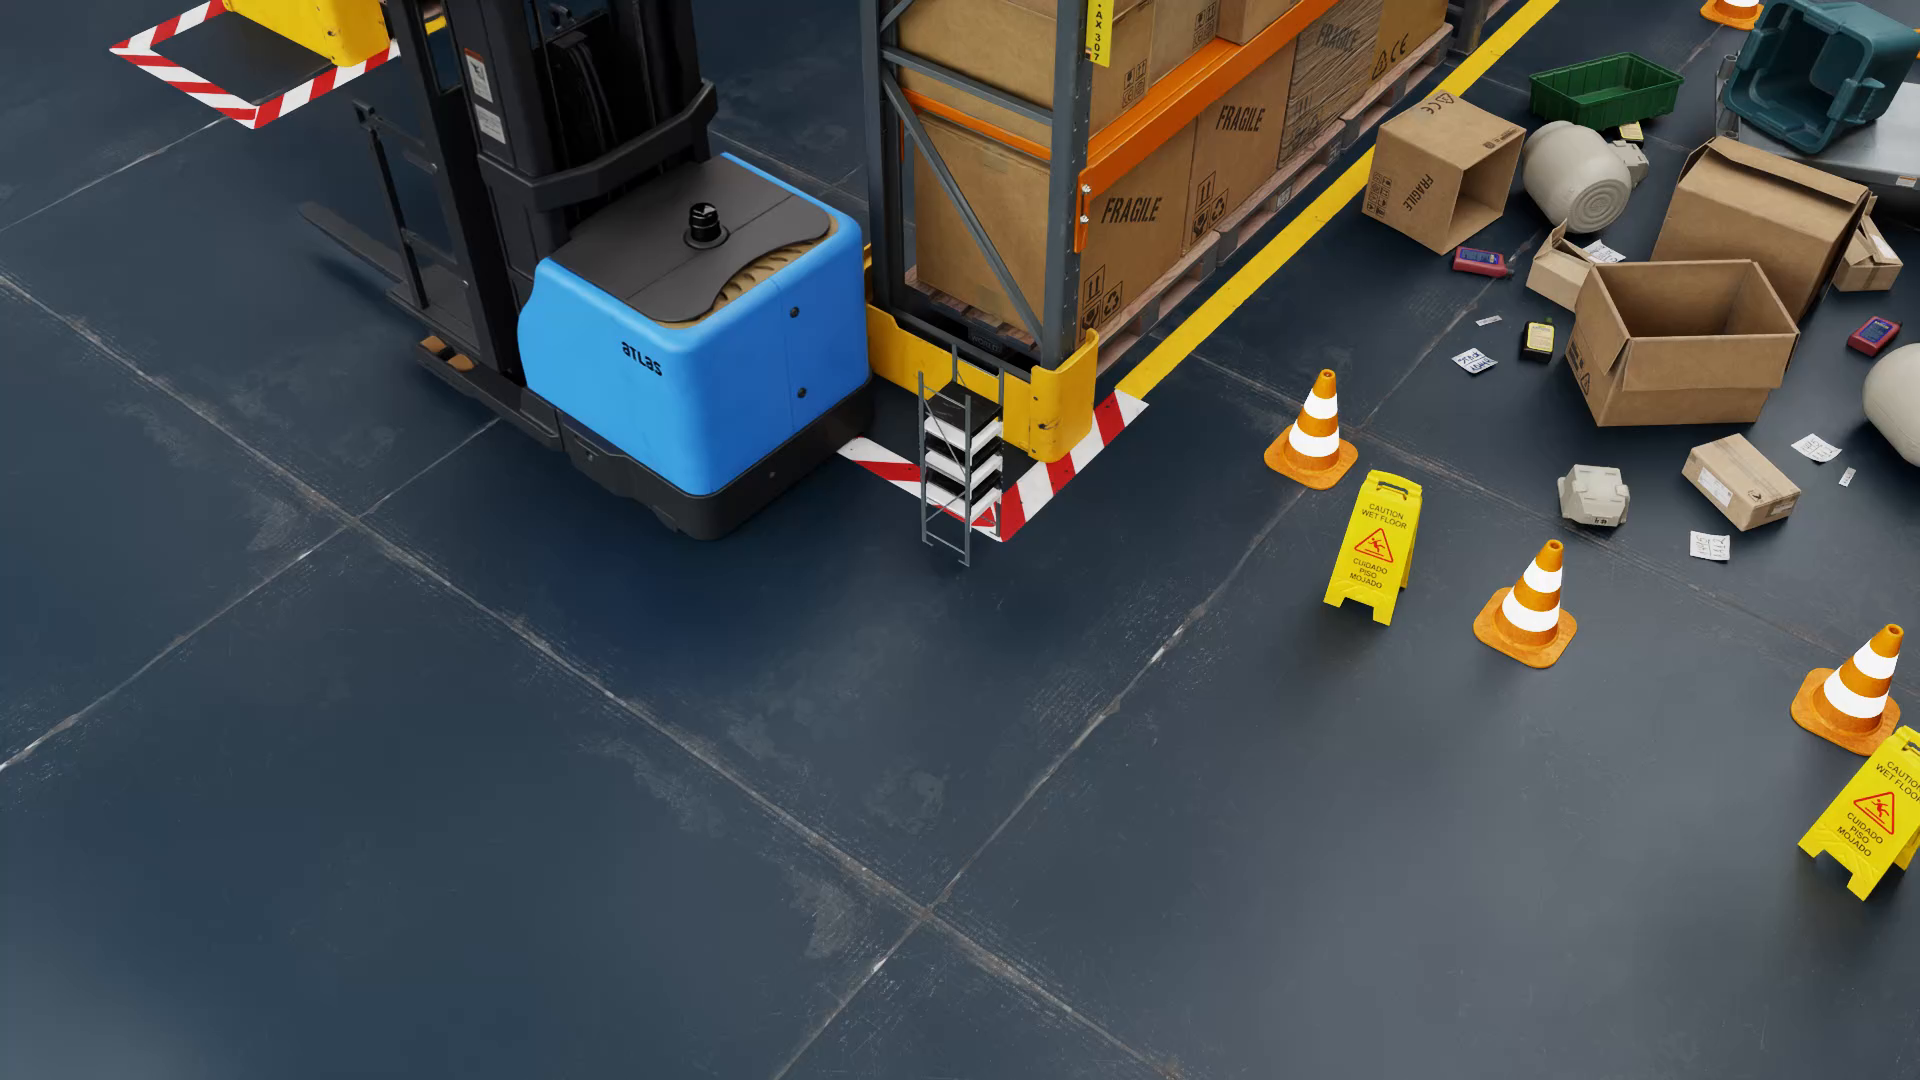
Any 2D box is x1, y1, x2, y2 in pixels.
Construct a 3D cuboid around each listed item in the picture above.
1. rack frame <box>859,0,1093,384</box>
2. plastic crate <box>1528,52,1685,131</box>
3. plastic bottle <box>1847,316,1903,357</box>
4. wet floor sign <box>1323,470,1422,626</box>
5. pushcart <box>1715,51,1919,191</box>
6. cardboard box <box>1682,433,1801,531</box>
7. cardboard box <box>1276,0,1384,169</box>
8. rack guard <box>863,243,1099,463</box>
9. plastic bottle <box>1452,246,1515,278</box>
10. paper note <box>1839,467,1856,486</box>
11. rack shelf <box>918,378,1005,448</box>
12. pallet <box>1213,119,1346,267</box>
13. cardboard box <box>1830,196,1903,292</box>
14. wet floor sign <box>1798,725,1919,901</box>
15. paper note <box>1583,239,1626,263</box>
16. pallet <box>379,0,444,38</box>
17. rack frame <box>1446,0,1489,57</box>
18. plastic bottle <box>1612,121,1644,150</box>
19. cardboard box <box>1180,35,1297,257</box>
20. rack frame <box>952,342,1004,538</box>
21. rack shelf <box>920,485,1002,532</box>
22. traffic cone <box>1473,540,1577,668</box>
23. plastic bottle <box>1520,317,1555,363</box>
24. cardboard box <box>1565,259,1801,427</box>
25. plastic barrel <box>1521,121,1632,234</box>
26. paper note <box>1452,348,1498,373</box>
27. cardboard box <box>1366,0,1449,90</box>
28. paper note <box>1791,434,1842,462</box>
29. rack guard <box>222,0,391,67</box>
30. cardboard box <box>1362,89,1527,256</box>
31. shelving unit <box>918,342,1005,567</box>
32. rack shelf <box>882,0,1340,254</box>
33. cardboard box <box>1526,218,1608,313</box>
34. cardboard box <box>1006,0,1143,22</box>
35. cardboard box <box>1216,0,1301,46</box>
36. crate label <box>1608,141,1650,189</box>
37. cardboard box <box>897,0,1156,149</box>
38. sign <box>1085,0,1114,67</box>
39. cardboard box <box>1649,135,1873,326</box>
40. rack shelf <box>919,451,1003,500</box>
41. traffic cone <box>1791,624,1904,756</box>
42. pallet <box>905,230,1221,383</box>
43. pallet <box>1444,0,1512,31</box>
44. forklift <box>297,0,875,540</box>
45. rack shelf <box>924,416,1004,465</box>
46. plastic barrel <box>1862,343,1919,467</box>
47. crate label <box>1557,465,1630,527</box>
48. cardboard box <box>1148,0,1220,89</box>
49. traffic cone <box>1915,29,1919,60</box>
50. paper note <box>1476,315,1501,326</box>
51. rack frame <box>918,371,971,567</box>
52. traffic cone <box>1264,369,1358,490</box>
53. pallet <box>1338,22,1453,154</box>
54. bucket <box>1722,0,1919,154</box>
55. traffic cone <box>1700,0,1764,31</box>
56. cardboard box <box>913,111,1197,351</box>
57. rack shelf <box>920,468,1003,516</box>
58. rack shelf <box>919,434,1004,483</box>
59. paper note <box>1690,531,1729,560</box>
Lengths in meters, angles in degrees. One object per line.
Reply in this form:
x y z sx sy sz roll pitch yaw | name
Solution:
0.046 -1.714 6.313 1.000 3.000 0.127 29 53 25 | rack frame
3.422 -2.373 8.847 0.662 0.188 0.450 -17 39 -15 | plastic crate
4.198 -0.948 7.613 0.283 0.061 0.133 -33 55 -28 | plastic bottle
1.596 -0.009 6.312 0.267 0.644 0.232 21 50 19 | wet floor sign
4.636 -1.946 8.348 1.648 0.377 0.936 13 48 12 | pushcart
3.228 -0.241 6.878 0.250 0.149 0.380 -17 49 -15 | cardboard box
1.504 -2.567 8.307 0.875 0.875 0.875 30 53 25 | cardboard box
0.032 -0.837 7.204 1.175 0.500 0.348 29 53 25 | rack guard
2.517 -1.328 7.977 0.283 0.061 0.133 13 48 12 | plastic bottle
3.735 -0.266 6.997 0.032 0.001 0.123 29 53 25 | paper note
0.005 -0.479 6.258 0.258 0.077 0.200 29 53 25 | rack shelf
1.220 -1.938 8.455 1.003 0.211 1.213 29 53 25 | pallet
4.274 -1.410 7.914 0.258 0.266 0.396 -2 46 -2 | cardboard box
3.062 0.866 5.477 0.232 0.644 0.267 -25 51 -22 | wet floor sign
3.110 -1.388 8.061 0.155 0.023 0.172 -25 51 -22 | paper note
-3.246 -3.494 9.942 1.003 0.211 1.213 29 53 25 | pallet
2.492 -4.003 8.499 1.000 3.000 0.127 29 53 25 | rack frame
3.517 -2.162 8.773 0.133 0.061 0.283 6 47 5 | plastic bottle
0.945 -2.047 7.810 0.875 0.875 0.875 28 53 24 | cardboard box
0.067 -0.374 6.484 0.240 0.900 0.006 29 53 25 | rack frame
0.005 -0.168 6.583 0.258 0.077 0.200 29 53 25 | rack shelf
2.181 0.180 6.258 0.336 0.463 0.334 29 53 25 | traffic cone
2.641 -0.925 7.592 0.133 0.061 0.283 13 48 12 | plastic bottle
3.096 -0.845 7.210 0.797 0.503 0.637 -2 46 -2 | cardboard box
3.012 -1.785 8.163 0.421 0.421 0.512 -9 47 -8 | plastic barrel
2.323 -0.811 7.504 0.142 0.017 0.144 -25 51 -22 | paper note
2.052 -3.085 8.801 0.875 0.875 0.875 30 53 26 | cardboard box
3.666 -0.394 7.114 0.142 0.019 0.148 -25 51 -22 | paper note
-3.770 -3.145 9.408 1.175 0.500 0.348 29 53 25 | rack guard
2.355 -1.798 8.120 0.500 0.500 0.500 -33 55 -28 | cardboard box
0.005 -0.315 6.429 0.258 0.900 0.210 29 53 25 | shelving unit
1.269 -2.610 7.666 1.077 0.370 4.000 29 53 25 | rack shelf
2.899 -1.260 7.770 0.258 0.266 0.396 -33 55 -28 | cardboard box
0.304 -2.334 6.055 0.875 0.550 0.550 29 53 25 | cardboard box
0.998 -2.587 7.043 0.875 0.550 0.550 29 53 25 | cardboard box
3.351 -1.923 8.492 0.298 0.136 0.250 -2 46 -2 | crate label
0.237 -1.998 6.481 0.875 0.550 0.550 29 53 25 | cardboard box
0.482 -1.791 5.733 0.100 0.325 0.005 29 53 25 | sign
3.661 -1.431 7.675 0.797 0.637 0.503 29 53 25 | cardboard box
0.005 -0.292 6.453 0.258 0.077 0.200 29 53 25 | rack shelf
3.267 0.477 5.975 0.336 0.463 0.334 29 53 25 | traffic cone
0.473 -1.243 7.791 1.003 0.211 1.213 29 53 25 | pallet
2.904 -3.514 9.961 1.003 0.211 1.213 29 53 25 | pallet
-1.813 -1.928 6.565 3.031 2.935 1.130 32 54 27 | forklift
0.005 -0.417 6.323 0.258 0.077 0.200 29 53 25 | rack shelf
4.090 -0.545 6.978 0.421 0.421 0.512 -9 47 -8 | plastic barrel
2.613 -0.184 6.831 0.250 0.136 0.298 6 47 5 | crate label
0.556 -2.322 6.790 0.875 0.550 0.550 29 53 25 | cardboard box
5.507 -2.932 9.231 0.336 0.463 0.334 29 53 25 | traffic cone
2.454 -1.018 7.716 0.123 0.001 0.032 -17 49 -15 | paper note
-0.057 -0.257 6.373 0.240 0.900 0.006 29 53 25 | rack frame
1.495 -0.514 6.921 0.336 0.463 0.334 29 53 25 | traffic cone
1.965 -2.639 9.125 1.003 0.211 1.213 29 53 25 | pallet
4.233 -2.300 8.085 0.620 0.611 0.726 -17 48 -29 | bucket
4.507 -3.226 9.512 0.336 0.463 0.334 29 53 25 | traffic cone
0.409 -1.542 7.328 0.875 0.875 0.875 29 53 25 | cardboard box
0.005 -0.230 6.518 0.258 0.077 0.200 29 53 25 | rack shelf
0.005 -0.355 6.388 0.258 0.077 0.200 29 53 25 | rack shelf
3.028 0.021 6.708 0.148 0.019 0.142 13 48 12 | paper note
